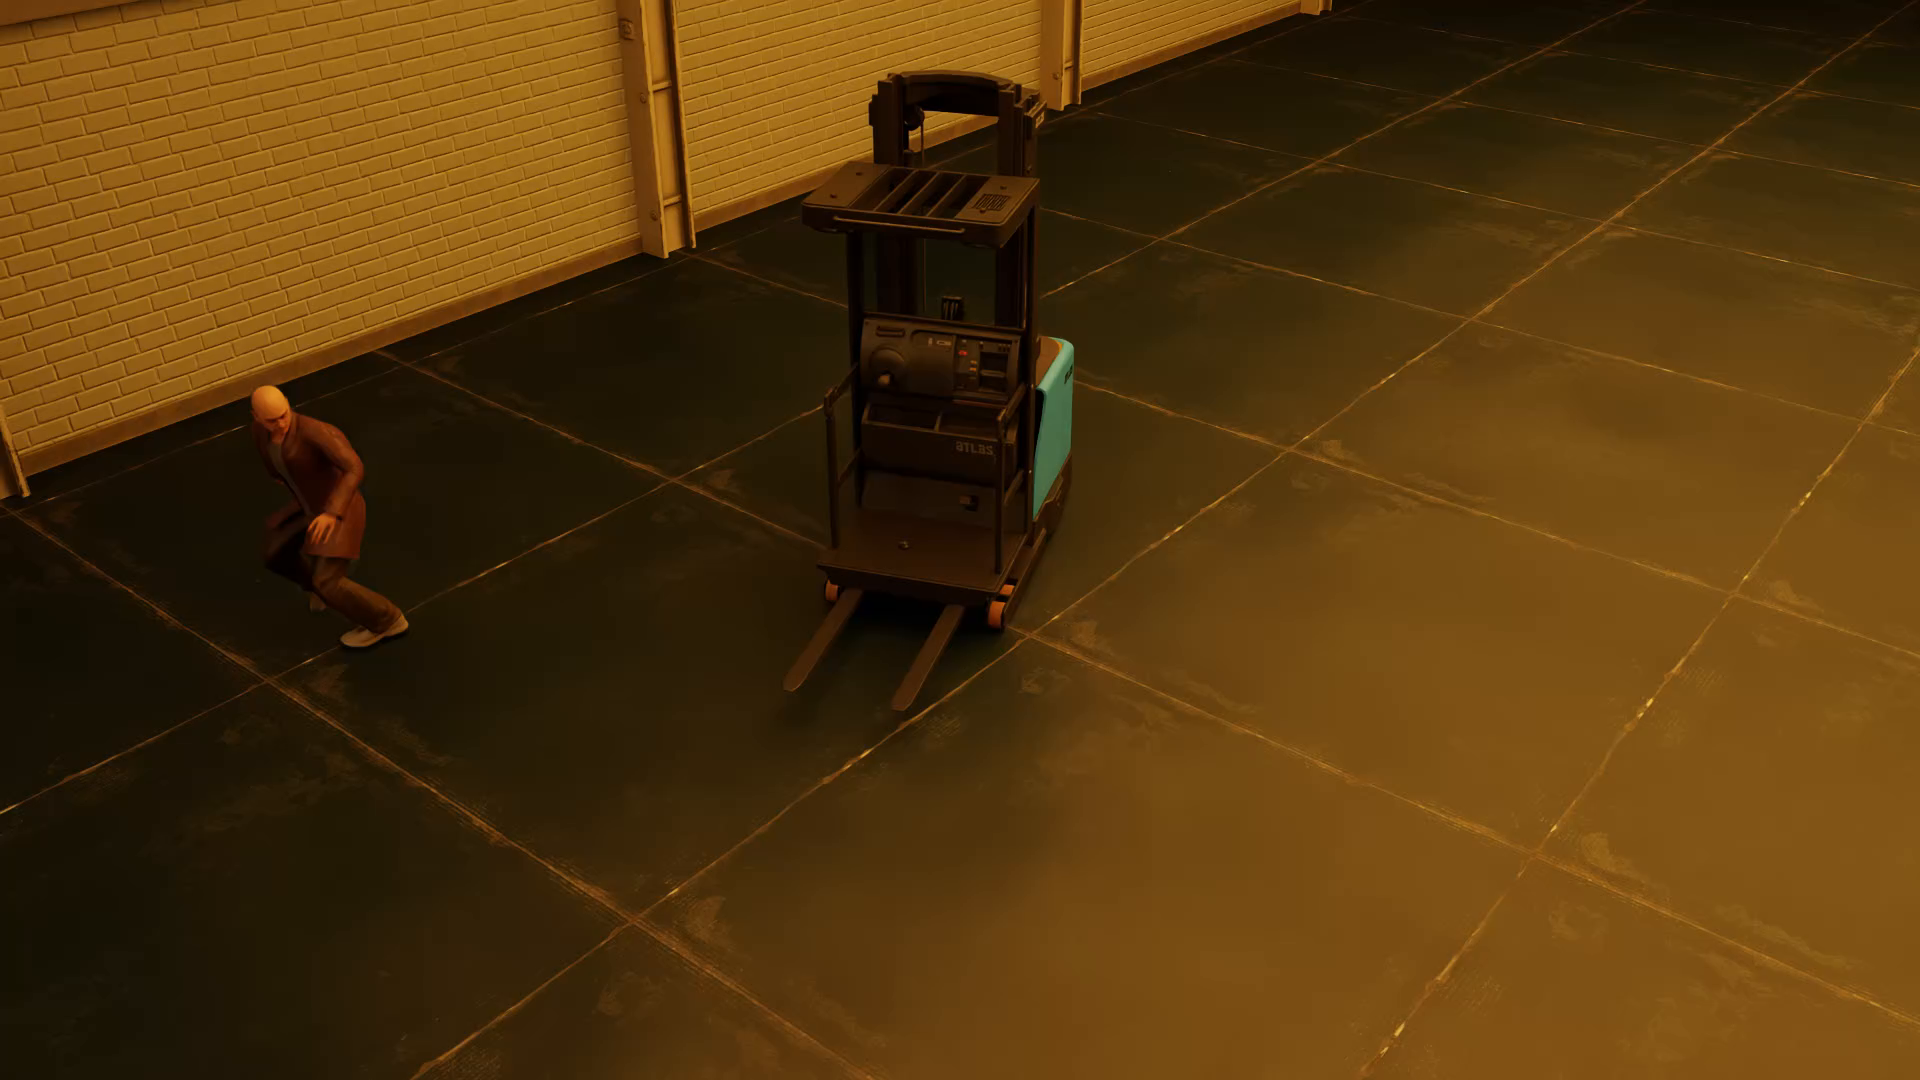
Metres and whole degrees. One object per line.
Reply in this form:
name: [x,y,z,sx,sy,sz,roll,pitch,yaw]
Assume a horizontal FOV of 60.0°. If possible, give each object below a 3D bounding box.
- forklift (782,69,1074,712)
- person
forklift: [-0.176,-0.972,9.258,1.130,2.935,3.031,9,31,14]
person: [-3.622,-0.138,9.240,1.069,1.688,0.539,21,36,31]
